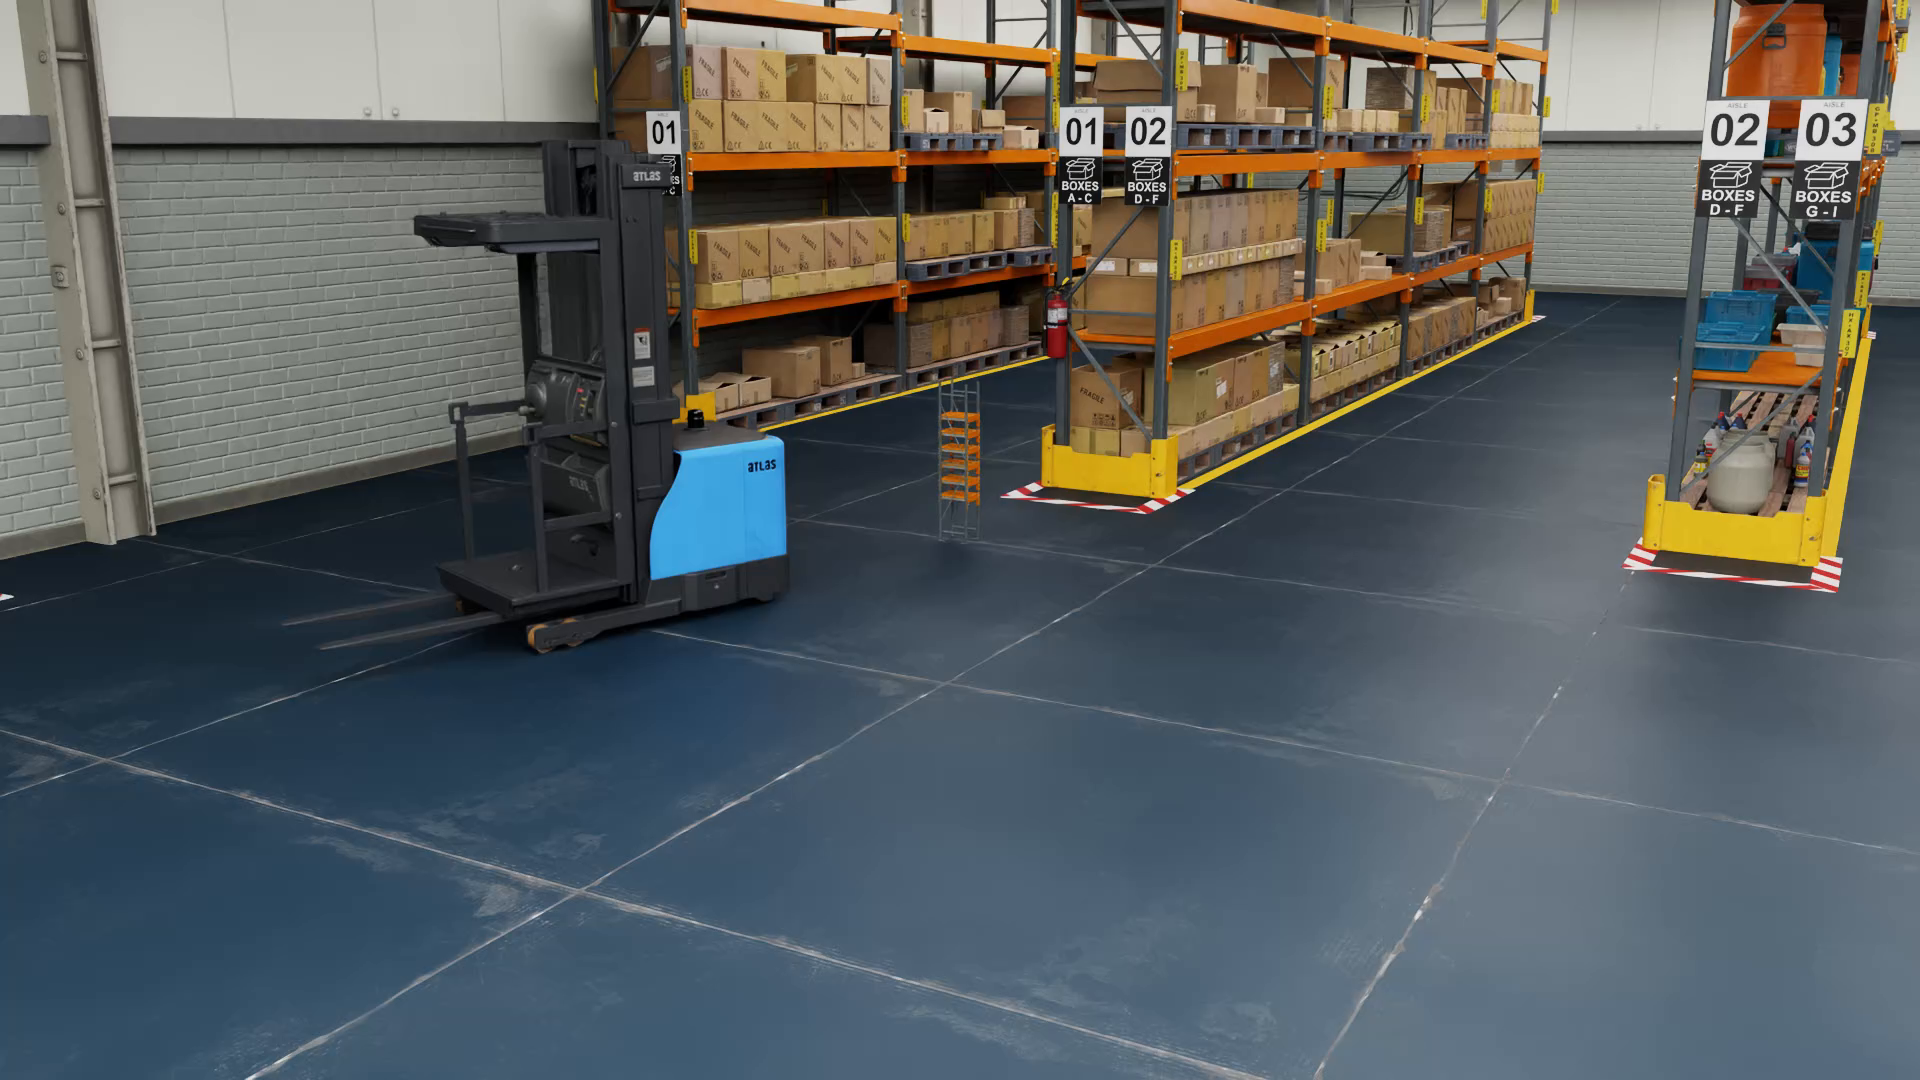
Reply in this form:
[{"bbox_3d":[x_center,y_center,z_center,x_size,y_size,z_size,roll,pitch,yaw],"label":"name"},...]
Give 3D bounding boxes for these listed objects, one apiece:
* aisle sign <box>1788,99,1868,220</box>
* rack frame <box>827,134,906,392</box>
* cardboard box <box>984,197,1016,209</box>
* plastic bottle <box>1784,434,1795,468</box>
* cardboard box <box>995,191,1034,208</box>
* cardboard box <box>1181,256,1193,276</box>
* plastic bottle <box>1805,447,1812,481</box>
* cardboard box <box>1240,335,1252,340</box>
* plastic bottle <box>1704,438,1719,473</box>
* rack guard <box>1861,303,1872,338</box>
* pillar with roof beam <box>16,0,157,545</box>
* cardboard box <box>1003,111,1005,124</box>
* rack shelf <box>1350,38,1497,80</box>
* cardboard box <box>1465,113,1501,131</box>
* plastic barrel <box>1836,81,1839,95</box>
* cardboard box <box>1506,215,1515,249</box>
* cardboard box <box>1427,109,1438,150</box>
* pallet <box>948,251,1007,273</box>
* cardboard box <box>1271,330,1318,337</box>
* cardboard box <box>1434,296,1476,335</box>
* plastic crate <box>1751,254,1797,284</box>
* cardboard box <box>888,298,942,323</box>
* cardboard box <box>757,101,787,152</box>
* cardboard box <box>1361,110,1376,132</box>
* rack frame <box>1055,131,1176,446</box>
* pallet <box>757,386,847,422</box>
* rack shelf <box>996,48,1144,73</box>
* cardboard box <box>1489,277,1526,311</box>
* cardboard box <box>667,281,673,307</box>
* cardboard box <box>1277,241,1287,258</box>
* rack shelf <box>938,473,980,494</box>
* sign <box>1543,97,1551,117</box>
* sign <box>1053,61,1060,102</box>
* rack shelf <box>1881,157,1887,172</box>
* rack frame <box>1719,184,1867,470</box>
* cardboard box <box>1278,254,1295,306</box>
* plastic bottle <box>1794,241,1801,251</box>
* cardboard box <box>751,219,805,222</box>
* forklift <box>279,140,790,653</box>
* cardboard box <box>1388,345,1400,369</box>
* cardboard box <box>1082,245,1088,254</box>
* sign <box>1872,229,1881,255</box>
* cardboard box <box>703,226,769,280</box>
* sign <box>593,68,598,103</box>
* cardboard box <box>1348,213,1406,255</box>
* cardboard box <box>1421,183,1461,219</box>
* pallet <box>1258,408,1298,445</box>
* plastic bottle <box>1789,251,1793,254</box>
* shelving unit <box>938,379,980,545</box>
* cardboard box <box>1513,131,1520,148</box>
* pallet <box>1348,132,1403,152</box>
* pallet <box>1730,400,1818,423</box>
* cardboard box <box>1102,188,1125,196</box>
[{"bbox_3d":[5.848,-2.561,11.208,0.394,0.787,0.004,7,15,28],"label":"aisle sign"},{"bbox_3d":[-1.112,-3.288,19.772,1.000,3.000,0.127,7,15,28],"label":"rack frame"},{"bbox_3d":[0.538,-4.545,22.448,0.380,0.149,0.250,5,14,19],"label":"cardboard box"},{"bbox_3d":[7.077,-0.768,14.174,0.061,0.283,0.133,7,15,28],"label":"plastic bottle"},{"bbox_3d":[0.814,-4.799,23.547,0.500,0.250,0.500,8,16,30],"label":"cardboard box"},{"bbox_3d":[1.796,-2.381,14.414,0.380,0.149,0.250,7,15,27],"label":"cardboard box"},{"bbox_3d":[6.901,-0.619,13.559,0.061,0.283,0.133,8,16,29],"label":"plastic bottle"},{"bbox_3d":[2.728,-1.900,17.385,0.500,0.500,0.500,7,15,28],"label":"cardboard box"},{"bbox_3d":[6.277,-0.710,13.950,0.152,0.276,0.135,8,15,28],"label":"plastic bottle"},{"bbox_3d":[13.362,-3.419,25.648,1.175,0.500,0.348,7,15,28],"label":"rack guard"},{"bbox_3d":[-2.597,-3.907,9.538,9.100,9.000,0.400,7,15,28],"label":"pillar with roof beam"},{"bbox_3d":[0.272,-5.504,22.306,0.500,0.500,0.500,7,15,28],"label":"cardboard box"},{"bbox_3d":[6.127,-6.331,21.981,1.077,0.370,4.000,7,15,28],"label":"rack shelf"},{"bbox_3d":[7.546,-6.069,24.160,0.500,0.250,0.500,7,15,28],"label":"cardboard box"},{"bbox_3d":[8.591,-4.375,16.965,0.600,0.830,0.708,7,15,28],"label":"plastic barrel"},{"bbox_3d":[8.311,-4.803,25.844,0.500,0.500,0.500,7,15,27],"label":"cardboard box"},{"bbox_3d":[5.588,-5.253,21.309,0.910,0.500,0.500,7,15,28],"label":"cardboard box"},{"bbox_3d":[-0.100,-3.605,21.494,1.003,0.211,1.213,7,15,28],"label":"pallet"},{"bbox_3d":[3.906,-2.295,19.429,0.500,0.311,0.500,7,15,27],"label":"cardboard box"},{"bbox_3d":[7.106,-3.234,23.942,0.500,0.500,0.500,7,15,28],"label":"cardboard box"},{"bbox_3d":[8.445,-2.720,17.281,0.402,0.464,0.583,7,15,28],"label":"plastic crate"},{"bbox_3d":[-0.561,-2.895,20.936,0.500,0.250,0.500,7,15,27],"label":"cardboard box"},{"bbox_3d":[-2.127,-4.237,17.053,0.500,0.500,0.500,8,16,31],"label":"cardboard box"},{"bbox_3d":[4.466,-4.812,19.119,0.500,0.250,0.500,7,15,27],"label":"cardboard box"},{"bbox_3d":[1.292,-1.907,14.043,1.000,3.000,0.127,7,15,28],"label":"rack frame"},{"bbox_3d":[-1.995,-1.539,18.468,1.003,0.211,1.213,7,15,28],"label":"pallet"},{"bbox_3d":[1.788,-6.891,24.306,1.077,0.370,4.000,7,15,28],"label":"rack shelf"},{"bbox_3d":[8.980,-4.049,27.322,0.500,0.500,0.500,7,15,28],"label":"cardboard box"},{"bbox_3d":[-2.990,-2.522,16.872,0.500,0.250,0.500,8,16,29],"label":"cardboard box"},{"bbox_3d":[3.036,-2.907,16.594,0.380,0.149,0.250,7,15,26],"label":"cardboard box"},{"bbox_3d":[-0.007,-0.420,12.419,0.258,0.103,0.180,7,15,28],"label":"rack shelf"},{"bbox_3d":[9.503,-7.011,26.926,0.100,0.325,0.005,7,15,28],"label":"sign"},{"bbox_3d":[0.824,-3.821,13.864,0.100,0.325,0.005,7,15,28],"label":"sign"},{"bbox_3d":[12.395,-5.326,23.359,1.077,0.370,4.000,7,15,28],"label":"rack shelf"},{"bbox_3d":[7.560,-2.166,15.116,1.000,3.000,0.127,7,15,28],"label":"rack frame"},{"bbox_3d":[3.017,-2.684,17.055,0.700,0.500,0.500,7,15,27],"label":"cardboard box"},{"bbox_3d":[10.954,-3.739,21.748,0.144,0.351,0.185,7,15,28],"label":"plastic bottle"},{"bbox_3d":[-2.021,-3.309,18.537,0.500,0.500,0.500,8,16,30],"label":"cardboard box"},{"bbox_3d":[-2.565,-0.900,10.012,3.031,2.935,1.130,-11,18,-39],"label":"forklift"},{"bbox_3d":[5.119,-2.280,20.562,0.500,0.250,0.500,8,16,29],"label":"cardboard box"},{"bbox_3d":[1.647,-4.253,24.268,0.380,0.149,0.250,8,16,29],"label":"cardboard box"},{"bbox_3d":[11.908,-3.879,21.631,0.100,0.325,0.005,7,15,28],"label":"sign"},{"bbox_3d":[-2.304,-2.933,16.976,0.500,0.500,0.500,7,15,28],"label":"cardboard box"},{"bbox_3d":[-3.522,-4.423,16.190,0.100,0.325,0.005,7,15,28],"label":"sign"},{"bbox_3d":[5.366,-3.943,21.379,0.700,0.500,0.500,2,14,9],"label":"cardboard box"},{"bbox_3d":[7.111,-5.037,24.678,0.500,0.500,0.500,7,15,28],"label":"cardboard box"},{"bbox_3d":[2.805,-1.214,17.117,1.003,0.211,1.213,7,15,28],"label":"pallet"},{"bbox_3d":[10.311,-3.457,20.738,0.152,0.276,0.135,7,15,28],"label":"plastic bottle"},{"bbox_3d":[-0.007,-0.580,12.381,0.258,1.200,0.189,7,15,28],"label":"shelving unit"},{"bbox_3d":[8.272,-6.133,25.494,0.500,0.250,0.500,7,15,28],"label":"cardboard box"},{"bbox_3d":[4.372,-4.535,18.949,1.003,0.211,1.213,8,16,31],"label":"pallet"},{"bbox_3d":[8.495,-1.227,17.171,1.003,0.211,1.213,7,15,28],"label":"pallet"},{"bbox_3d":[2.251,-5.164,25.061,0.500,0.250,0.500,8,16,29],"label":"cardboard box"}]
